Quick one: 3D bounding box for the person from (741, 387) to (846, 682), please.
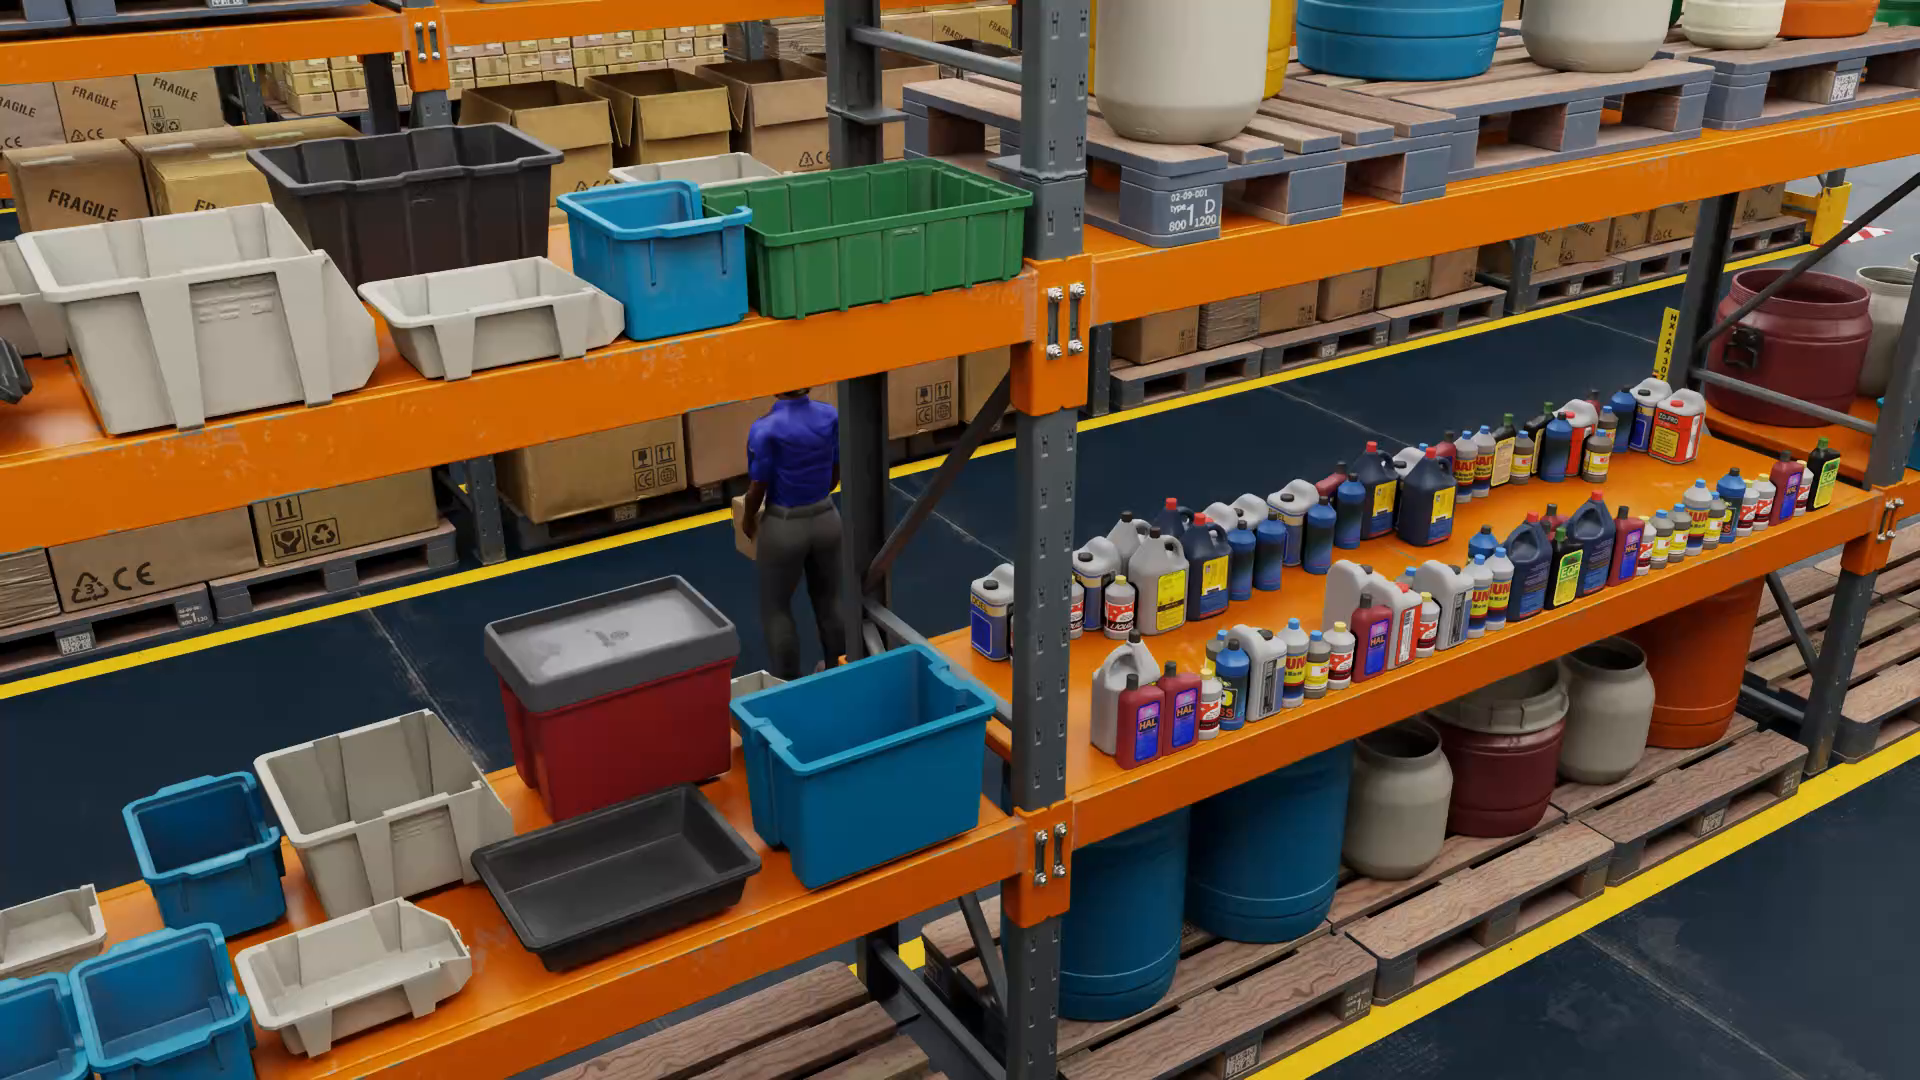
[{"bbox_3d":[-0.719,-0.053,7.217,0.481,1.662,0.391,-16,30,-30],"label":"person"}]
